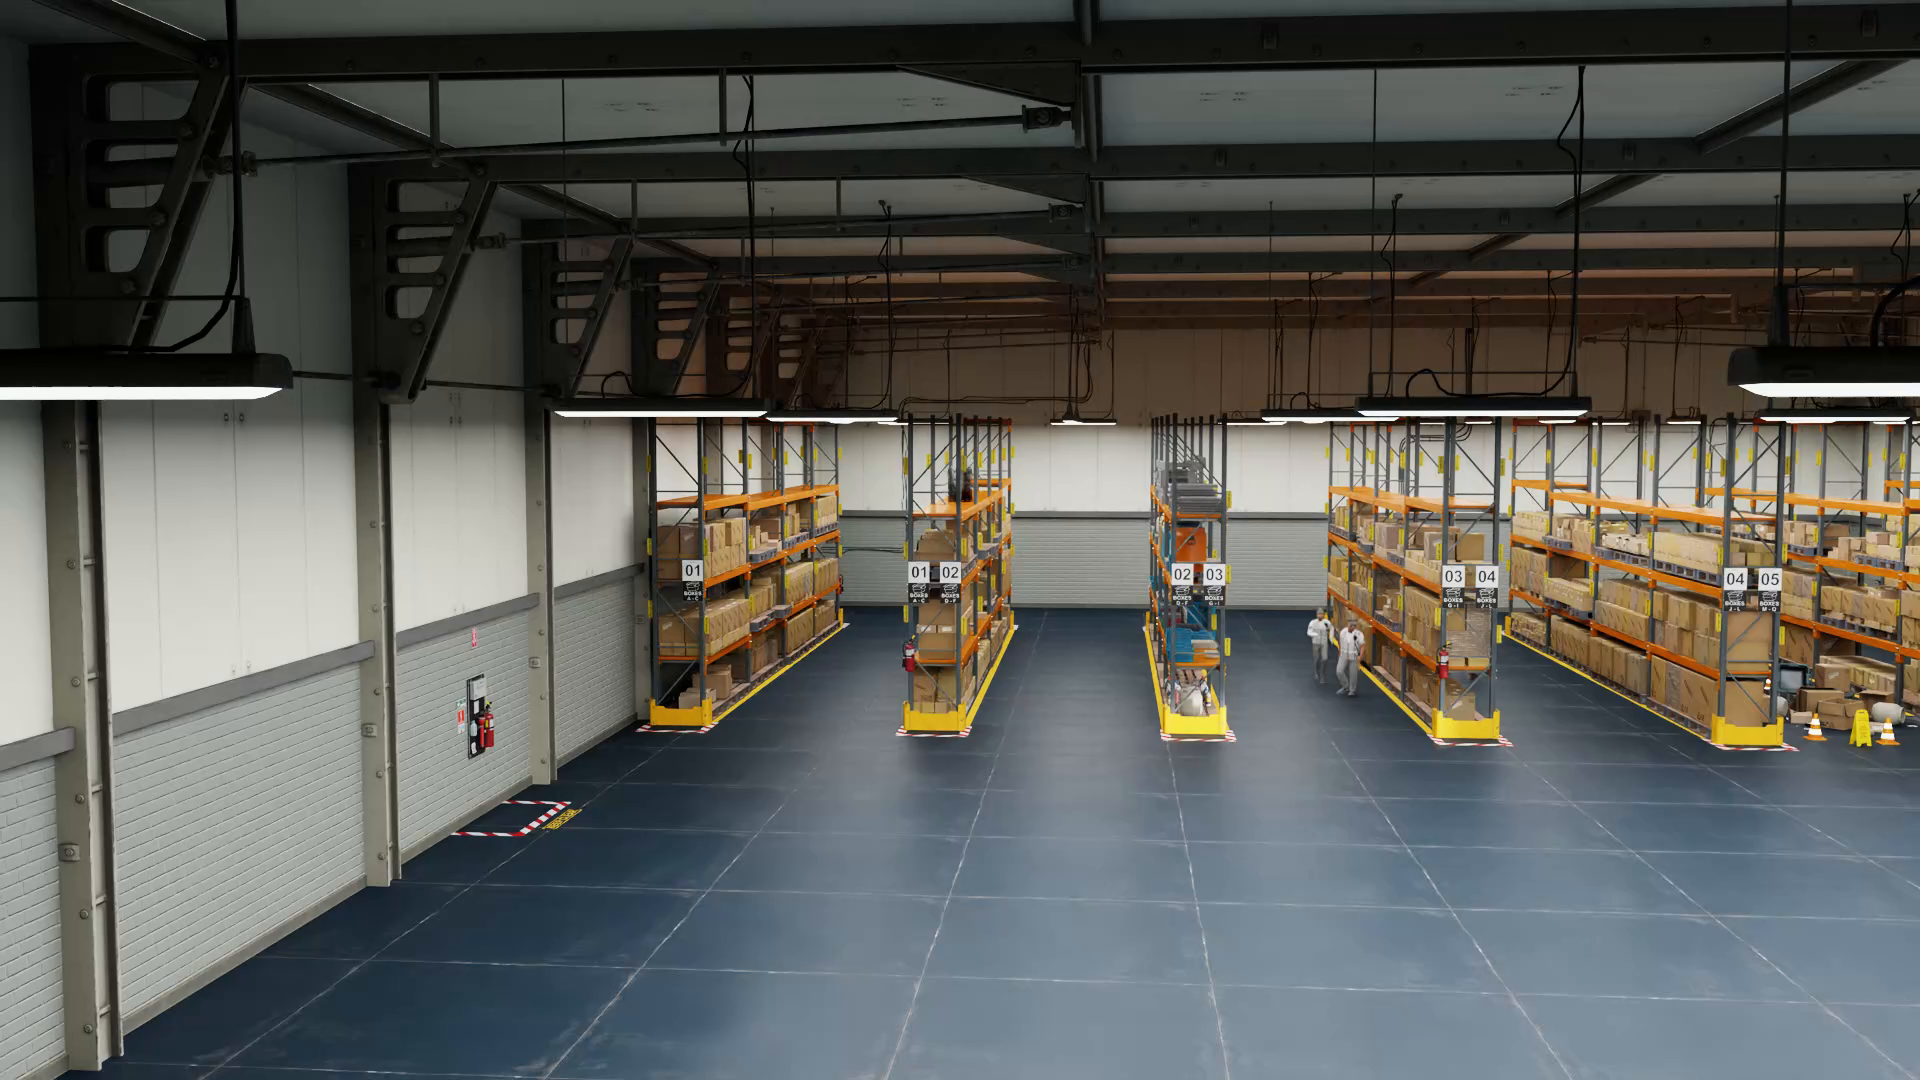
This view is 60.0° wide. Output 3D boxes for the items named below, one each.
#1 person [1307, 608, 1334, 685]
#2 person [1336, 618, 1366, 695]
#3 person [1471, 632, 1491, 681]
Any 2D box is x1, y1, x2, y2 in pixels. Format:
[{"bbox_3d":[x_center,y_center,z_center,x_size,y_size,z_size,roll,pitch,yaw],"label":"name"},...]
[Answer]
[{"bbox_3d":[8.093,2.373,37.313,0.594,1.739,0.810,1,4,10],"label":"person"},{"bbox_3d":[8.304,2.487,35.324,0.661,1.690,0.726,2,4,27],"label":"person"},{"bbox_3d":[11.838,2.375,37.805,0.563,1.668,0.623,0,4,-4],"label":"person"}]
